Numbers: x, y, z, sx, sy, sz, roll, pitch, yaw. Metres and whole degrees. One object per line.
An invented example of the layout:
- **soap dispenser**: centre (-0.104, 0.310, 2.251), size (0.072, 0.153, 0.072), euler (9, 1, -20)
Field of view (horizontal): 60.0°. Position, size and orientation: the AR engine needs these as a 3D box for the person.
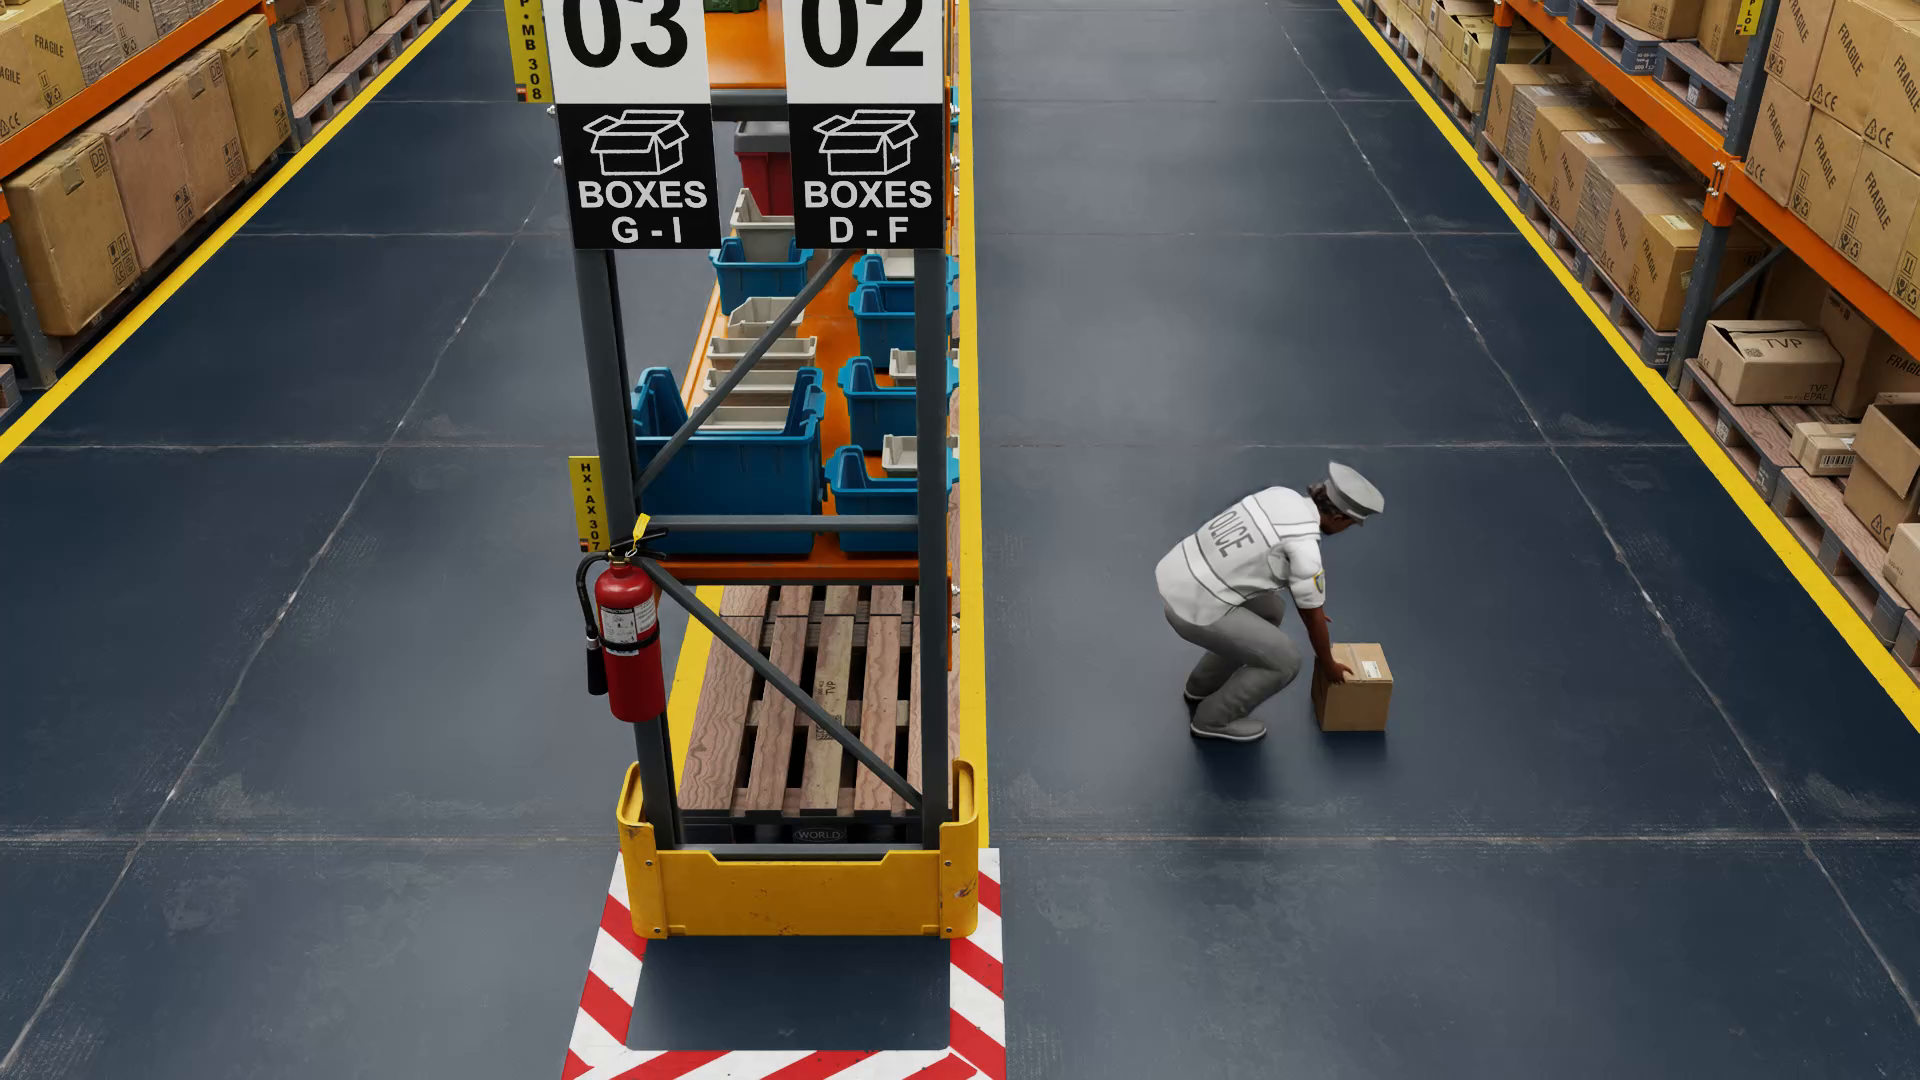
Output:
- **person**: centre (1.163, 0.222, 6.392), size (0.835, 1.083, 0.494), euler (0, 31, 0)
